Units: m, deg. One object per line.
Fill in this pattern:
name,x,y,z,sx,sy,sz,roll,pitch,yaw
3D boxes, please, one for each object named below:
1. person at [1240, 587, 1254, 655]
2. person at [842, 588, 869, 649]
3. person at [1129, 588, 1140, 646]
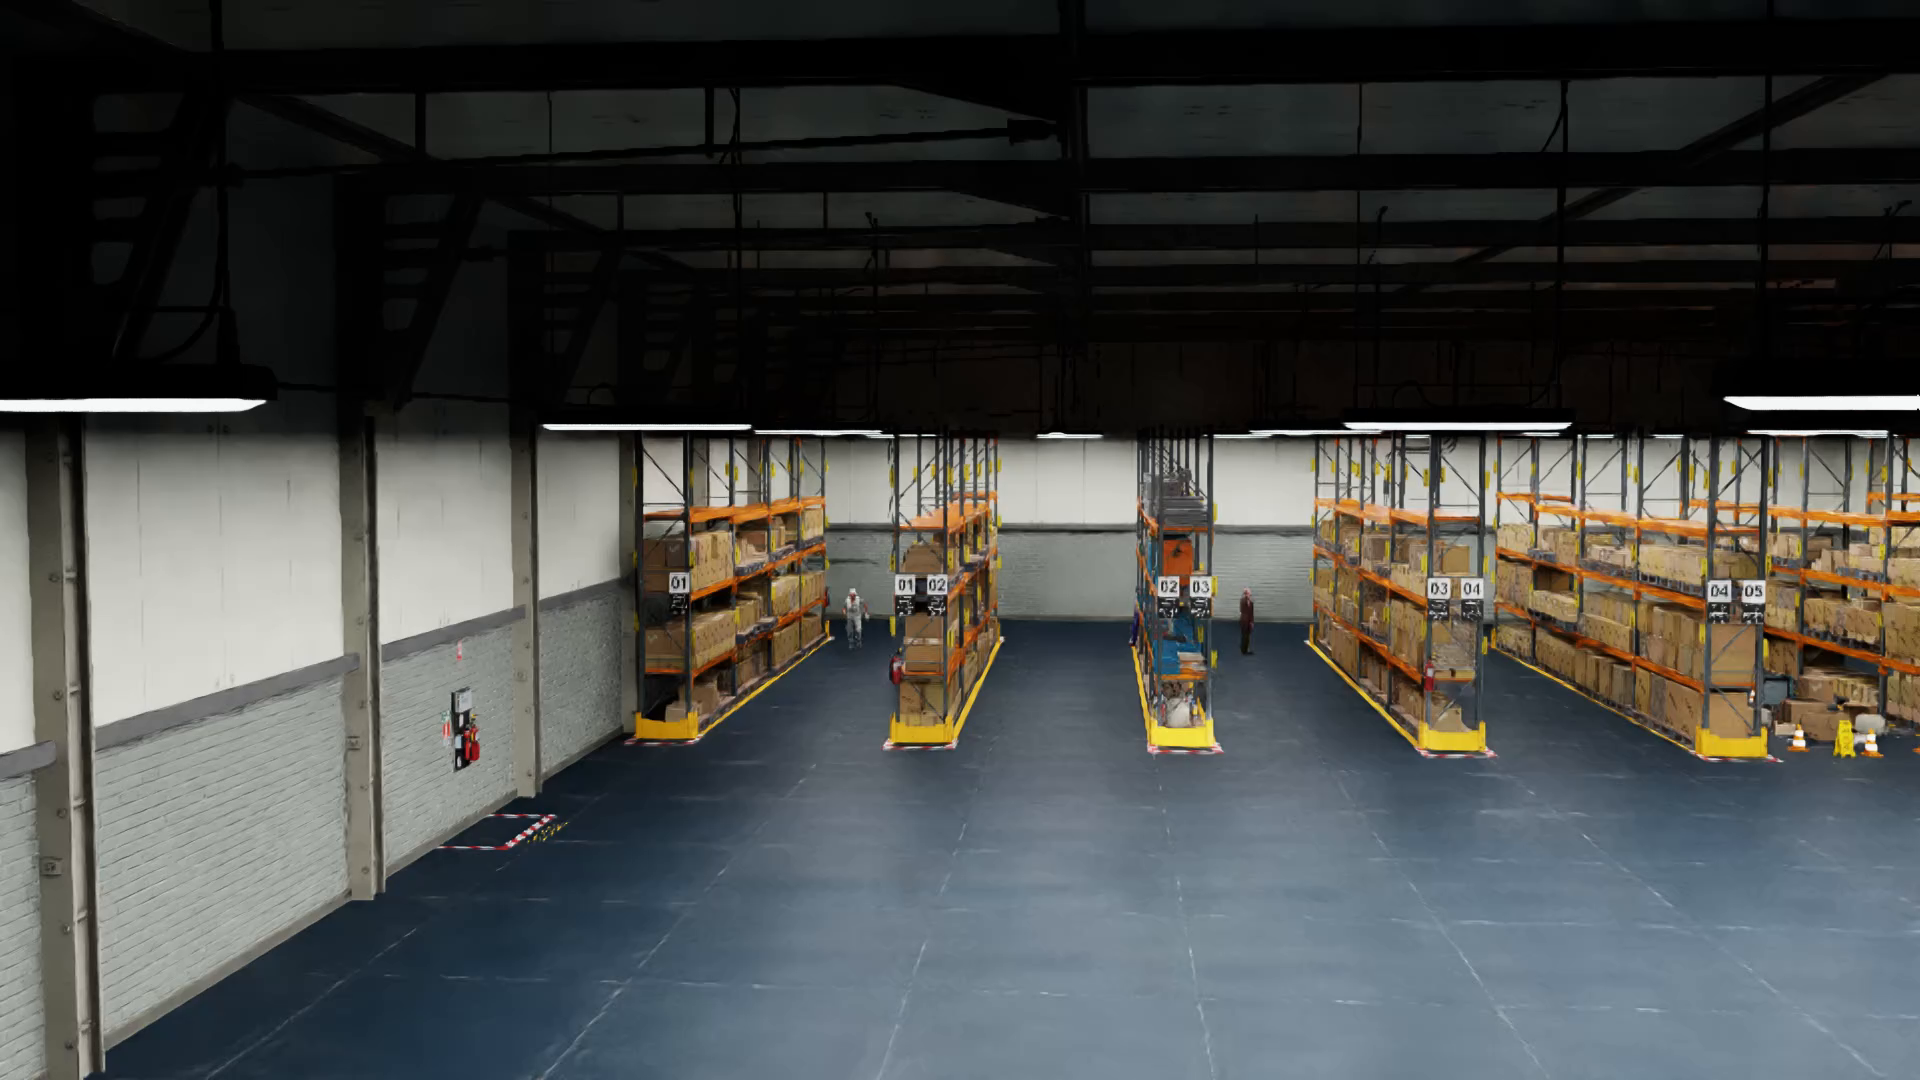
person,7.657,2.150,44.304,0.444,1.783,0.678,-1,4,-12
person,-2.875,2.156,45.313,0.688,1.712,0.782,1,3,10
person,5.055,2.112,45.994,0.534,1.604,0.943,2,4,26
